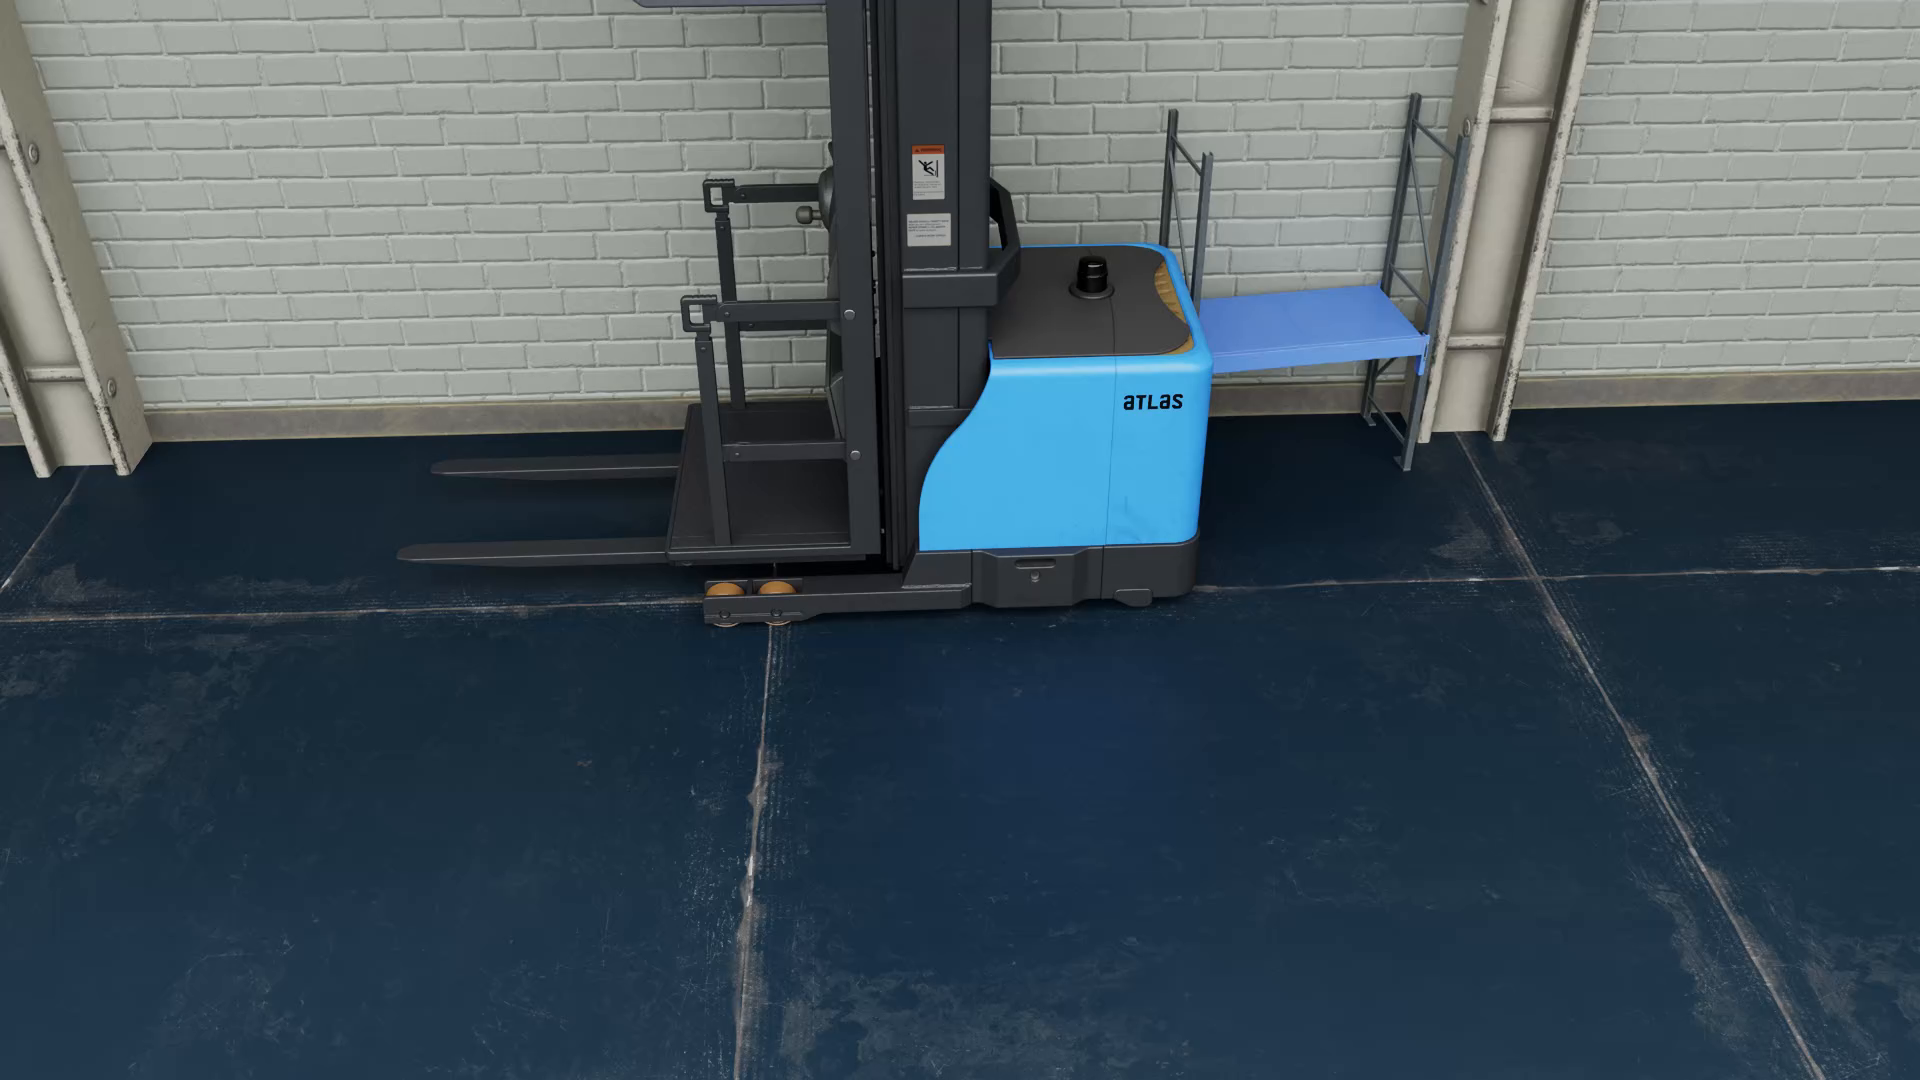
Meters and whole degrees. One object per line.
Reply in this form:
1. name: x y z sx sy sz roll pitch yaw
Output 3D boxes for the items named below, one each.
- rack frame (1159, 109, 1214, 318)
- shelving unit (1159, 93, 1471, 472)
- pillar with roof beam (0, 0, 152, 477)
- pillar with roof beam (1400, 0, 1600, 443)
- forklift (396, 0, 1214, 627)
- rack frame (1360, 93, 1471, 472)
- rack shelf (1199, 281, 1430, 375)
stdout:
1. rack frame: 0.884 -0.949 6.804 0.032 1.500 0.500 -6 35 -8
2. shelving unit: 1.384 -1.001 6.879 1.048 1.500 0.538 -6 35 -8
3. pillar with roof beam: -3.573 -1.615 1.177 0.400 9.000 9.100 -2 35 -2
4. pillar with roof beam: 2.421 -1.777 1.410 0.400 9.000 9.100 -2 35 -2
5. forklift: -0.629 -1.187 5.889 3.031 2.935 1.130 -2 35 -2
6. rack frame: 1.884 -1.053 6.954 0.032 1.500 0.500 -6 35 -8
7. rack shelf: 1.384 -0.853 6.981 1.000 0.185 0.538 -6 35 -8
